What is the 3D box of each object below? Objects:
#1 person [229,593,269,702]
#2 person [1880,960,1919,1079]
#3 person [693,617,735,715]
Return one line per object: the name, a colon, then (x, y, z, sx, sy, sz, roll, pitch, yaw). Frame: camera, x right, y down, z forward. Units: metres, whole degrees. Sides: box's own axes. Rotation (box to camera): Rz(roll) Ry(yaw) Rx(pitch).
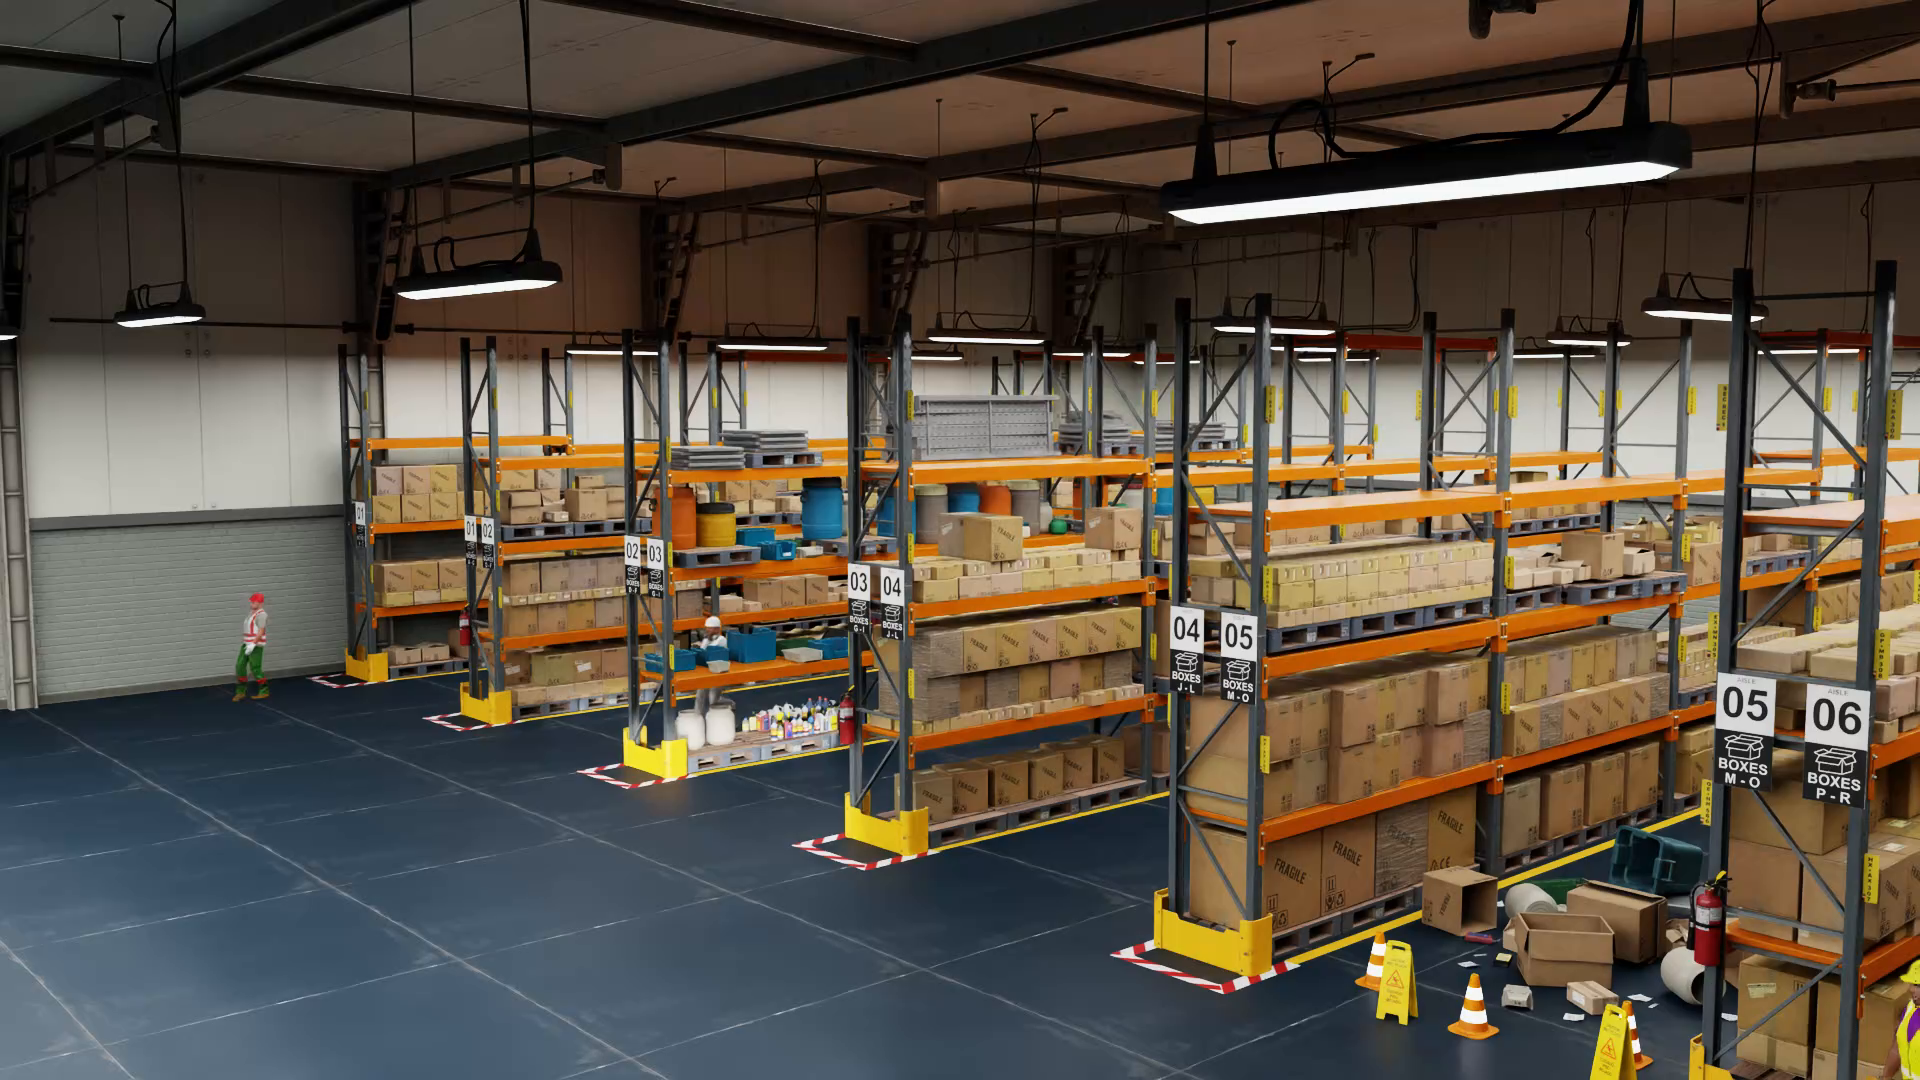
person: (-11.888, 1.809, 27.755, 0.563, 1.836, 0.605, 5, 7, 42)
person: (5.816, 3.378, 10.073, 0.996, 1.714, 0.606, 0, 5, -2)
person: (-3.774, 2.026, 25.157, 0.565, 1.731, 0.907, 3, 6, 32)
